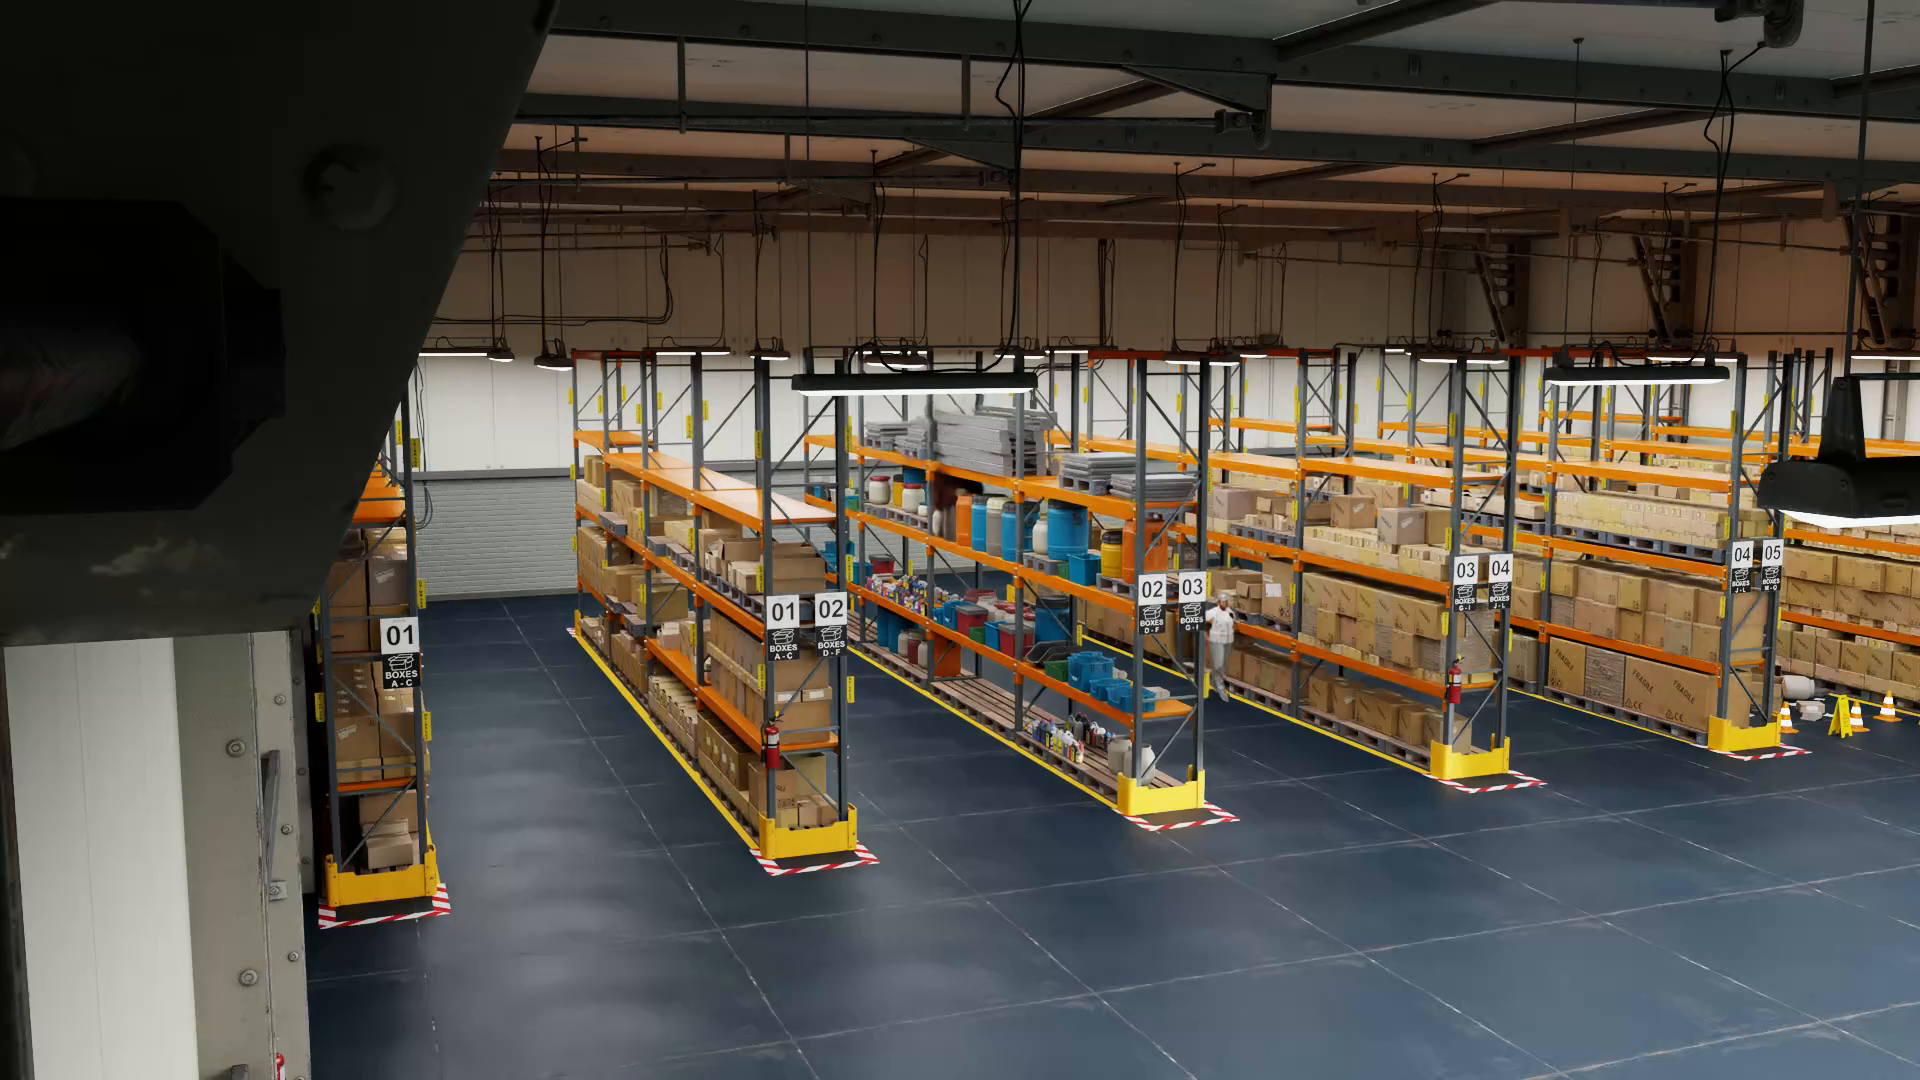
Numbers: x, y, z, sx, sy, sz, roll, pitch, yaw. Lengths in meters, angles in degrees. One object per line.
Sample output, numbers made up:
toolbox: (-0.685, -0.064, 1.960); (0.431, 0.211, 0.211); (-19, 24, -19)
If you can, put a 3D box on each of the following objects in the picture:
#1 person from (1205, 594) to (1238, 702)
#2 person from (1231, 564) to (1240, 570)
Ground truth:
person: (4.375, 1.769, 27.850); (0.579, 1.764, 0.728); (-4, 8, -29)
person: (5.586, 1.298, 33.900); (0.541, 1.629, 0.701); (-3, 8, -25)
